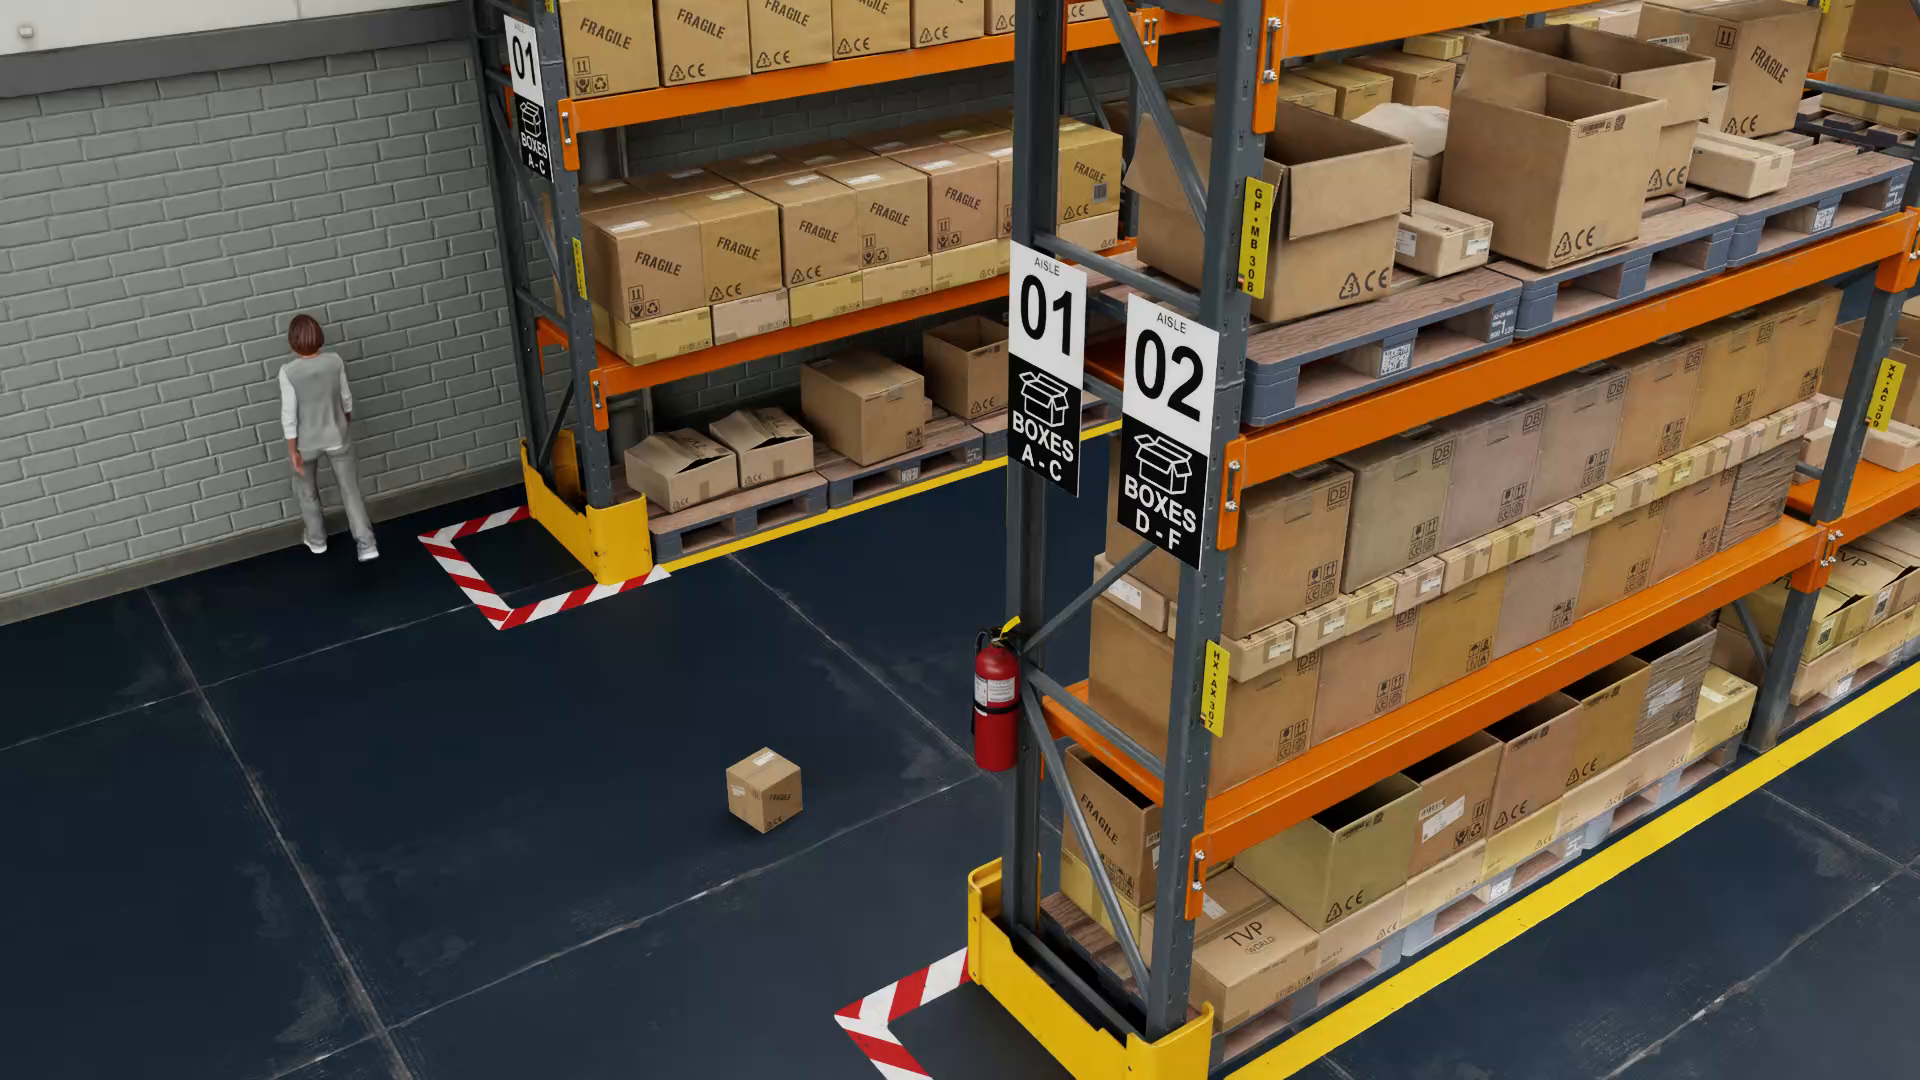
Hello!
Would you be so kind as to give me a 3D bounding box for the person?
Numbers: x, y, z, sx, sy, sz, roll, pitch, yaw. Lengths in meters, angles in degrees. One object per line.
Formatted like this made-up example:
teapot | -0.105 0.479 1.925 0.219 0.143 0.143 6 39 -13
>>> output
person | -3.728 -0.609 9.720 0.428 1.584 0.642 -17 33 -28
